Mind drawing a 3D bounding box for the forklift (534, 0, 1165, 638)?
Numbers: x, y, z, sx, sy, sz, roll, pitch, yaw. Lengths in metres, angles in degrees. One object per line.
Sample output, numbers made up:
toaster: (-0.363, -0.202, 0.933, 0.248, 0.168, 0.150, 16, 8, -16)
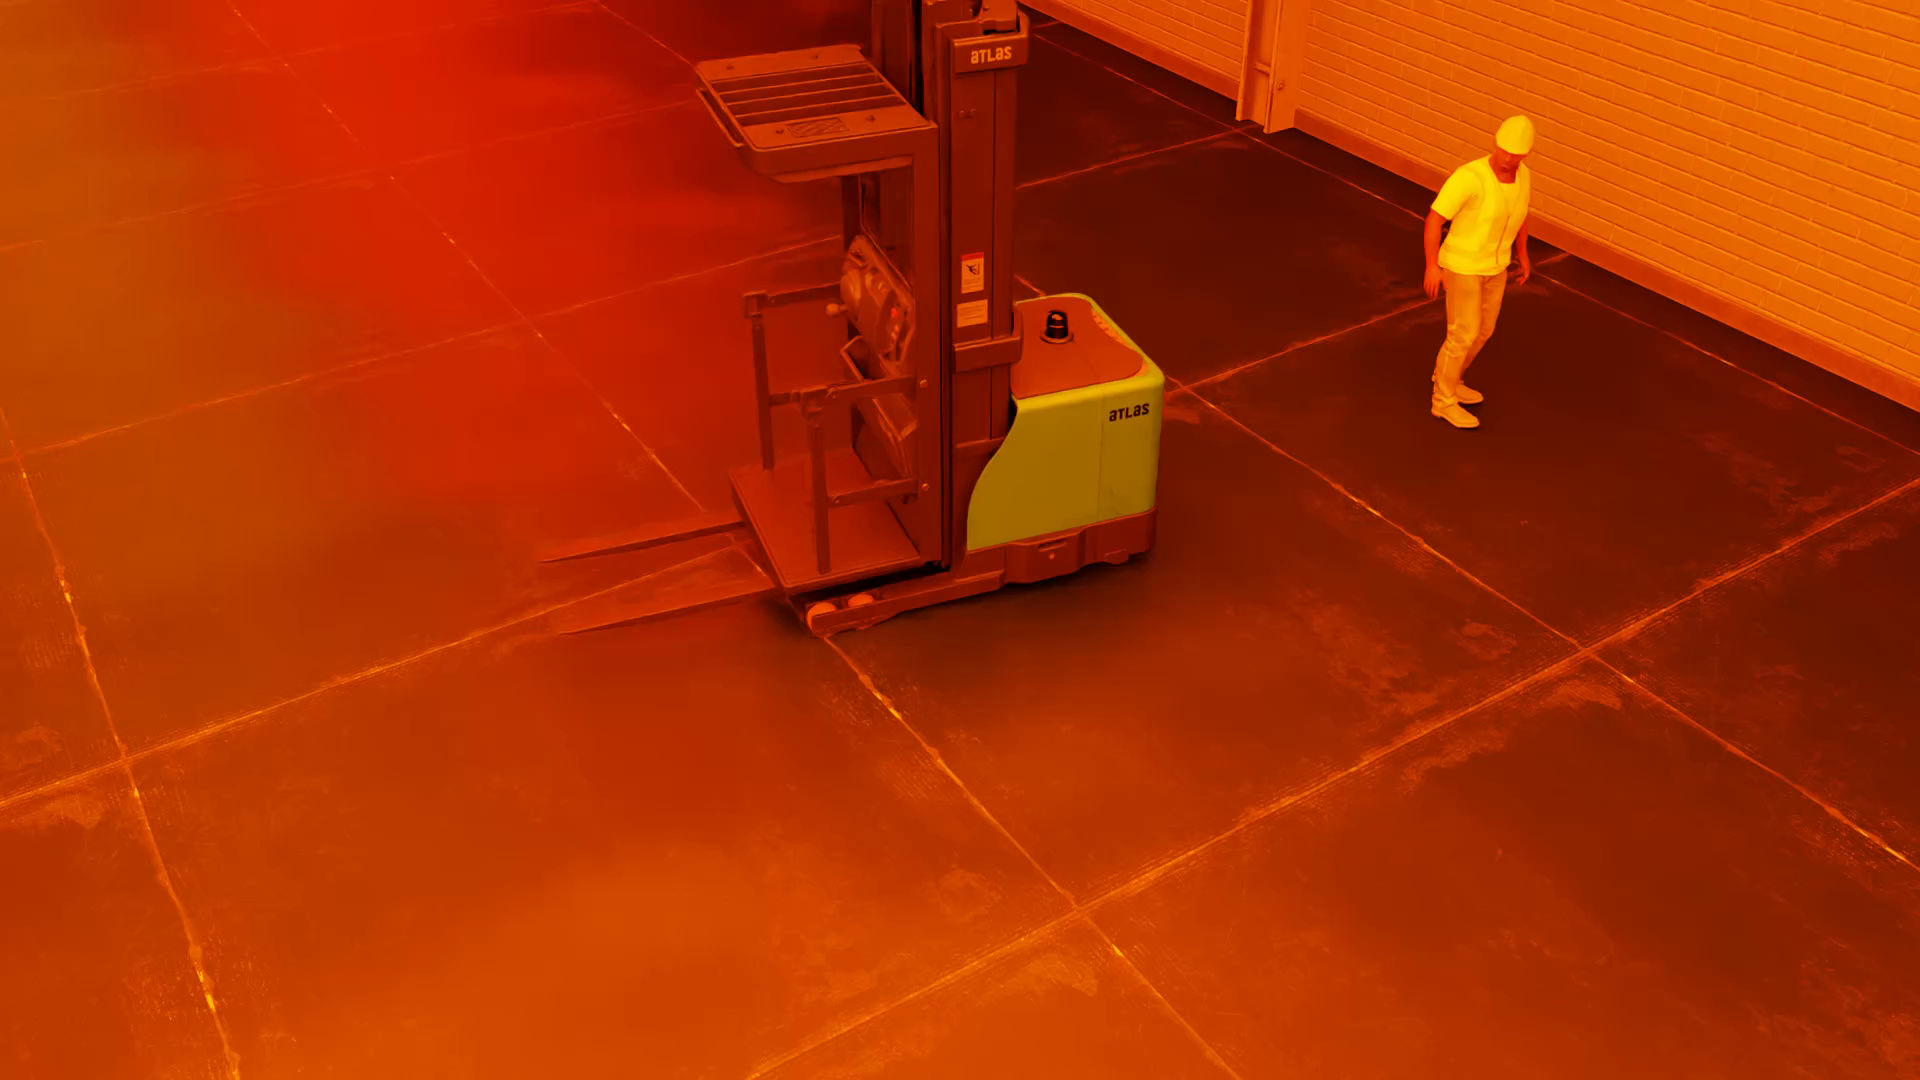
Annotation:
forklift: (-0.569, -1.073, 7.674, 3.031, 2.935, 1.130, -12, 37, -17)

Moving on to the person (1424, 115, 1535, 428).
person: (2.946, -1.511, 9.323, 0.780, 1.755, 0.504, -22, 41, -28)
